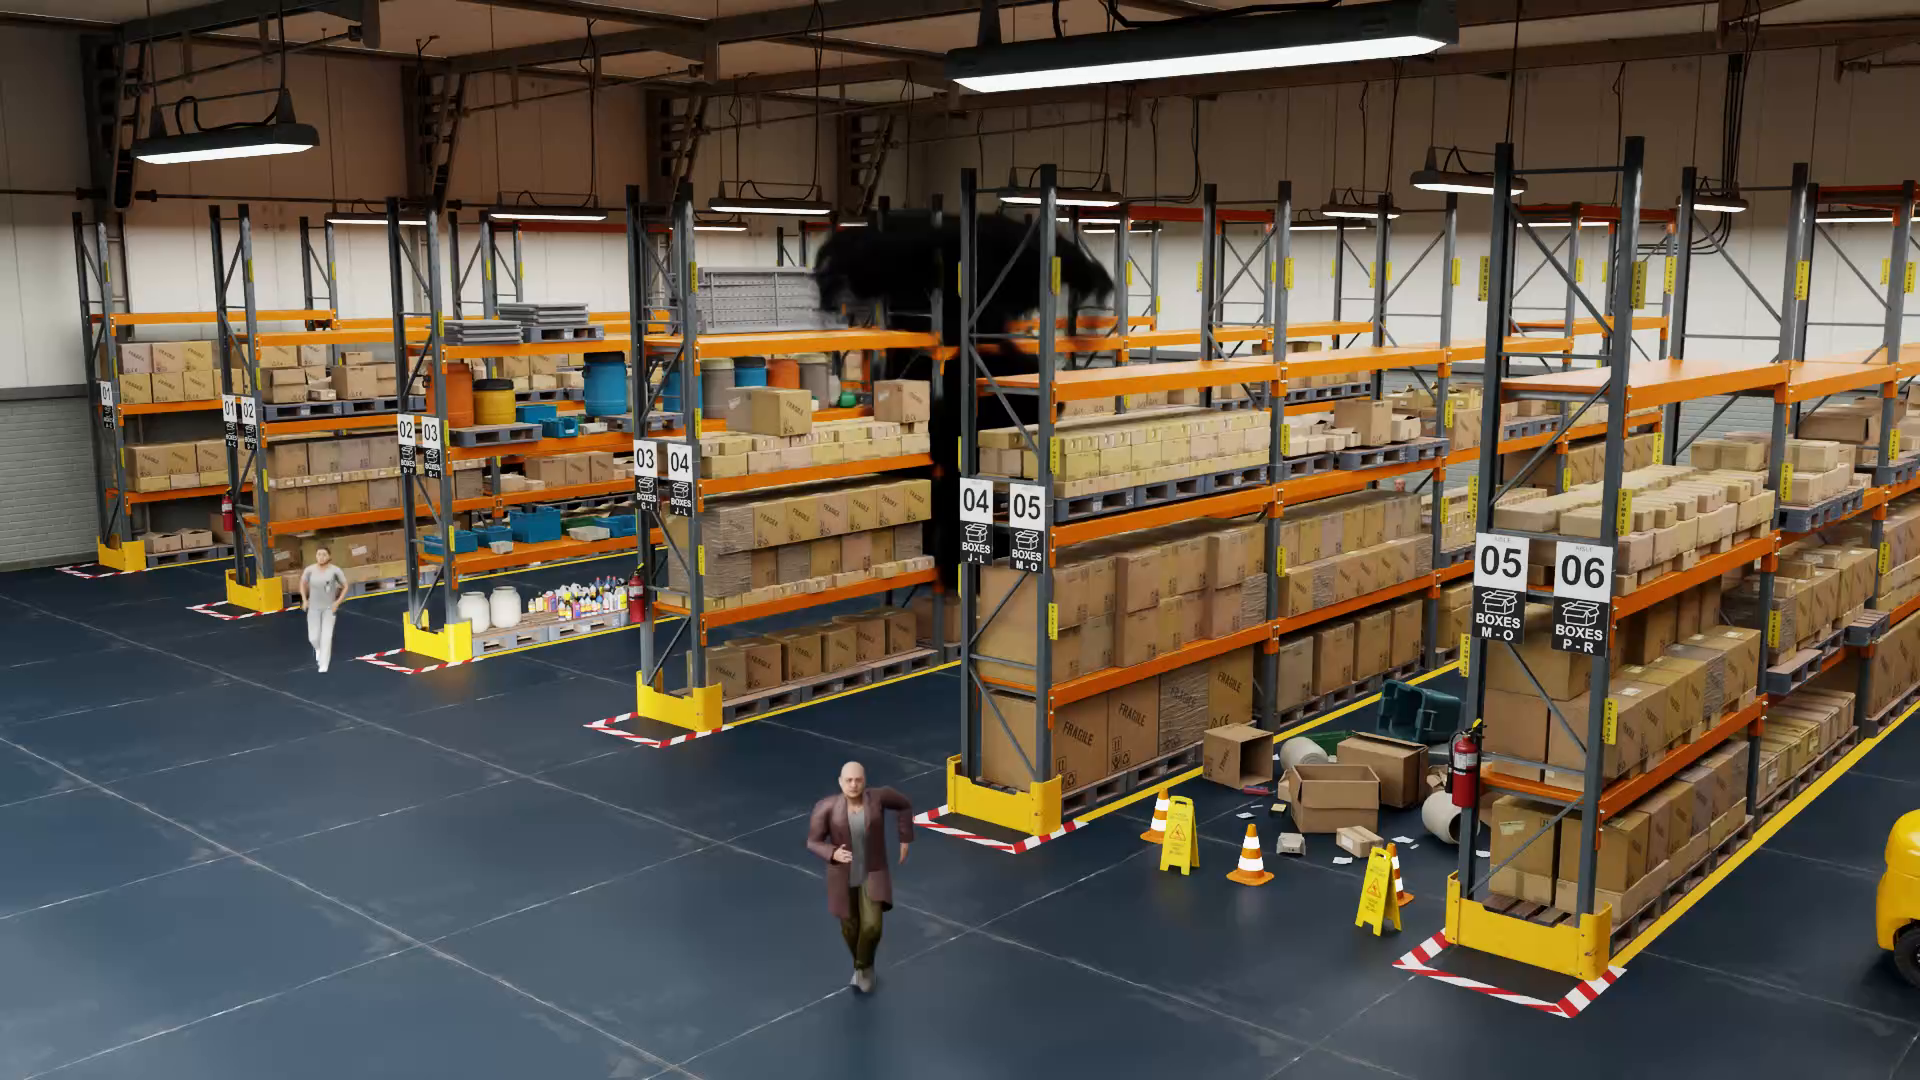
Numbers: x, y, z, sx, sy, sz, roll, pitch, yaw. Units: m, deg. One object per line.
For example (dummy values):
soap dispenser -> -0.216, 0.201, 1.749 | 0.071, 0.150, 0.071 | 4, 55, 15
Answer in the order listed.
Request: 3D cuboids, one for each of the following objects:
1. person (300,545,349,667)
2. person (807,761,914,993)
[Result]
person -> -8.077, 0.828, 21.171 | 0.588, 1.575, 0.498 | -2, 10, -12
person -> -0.690, 2.378, 11.667 | 0.759, 1.732, 0.840 | -1, 10, -4
